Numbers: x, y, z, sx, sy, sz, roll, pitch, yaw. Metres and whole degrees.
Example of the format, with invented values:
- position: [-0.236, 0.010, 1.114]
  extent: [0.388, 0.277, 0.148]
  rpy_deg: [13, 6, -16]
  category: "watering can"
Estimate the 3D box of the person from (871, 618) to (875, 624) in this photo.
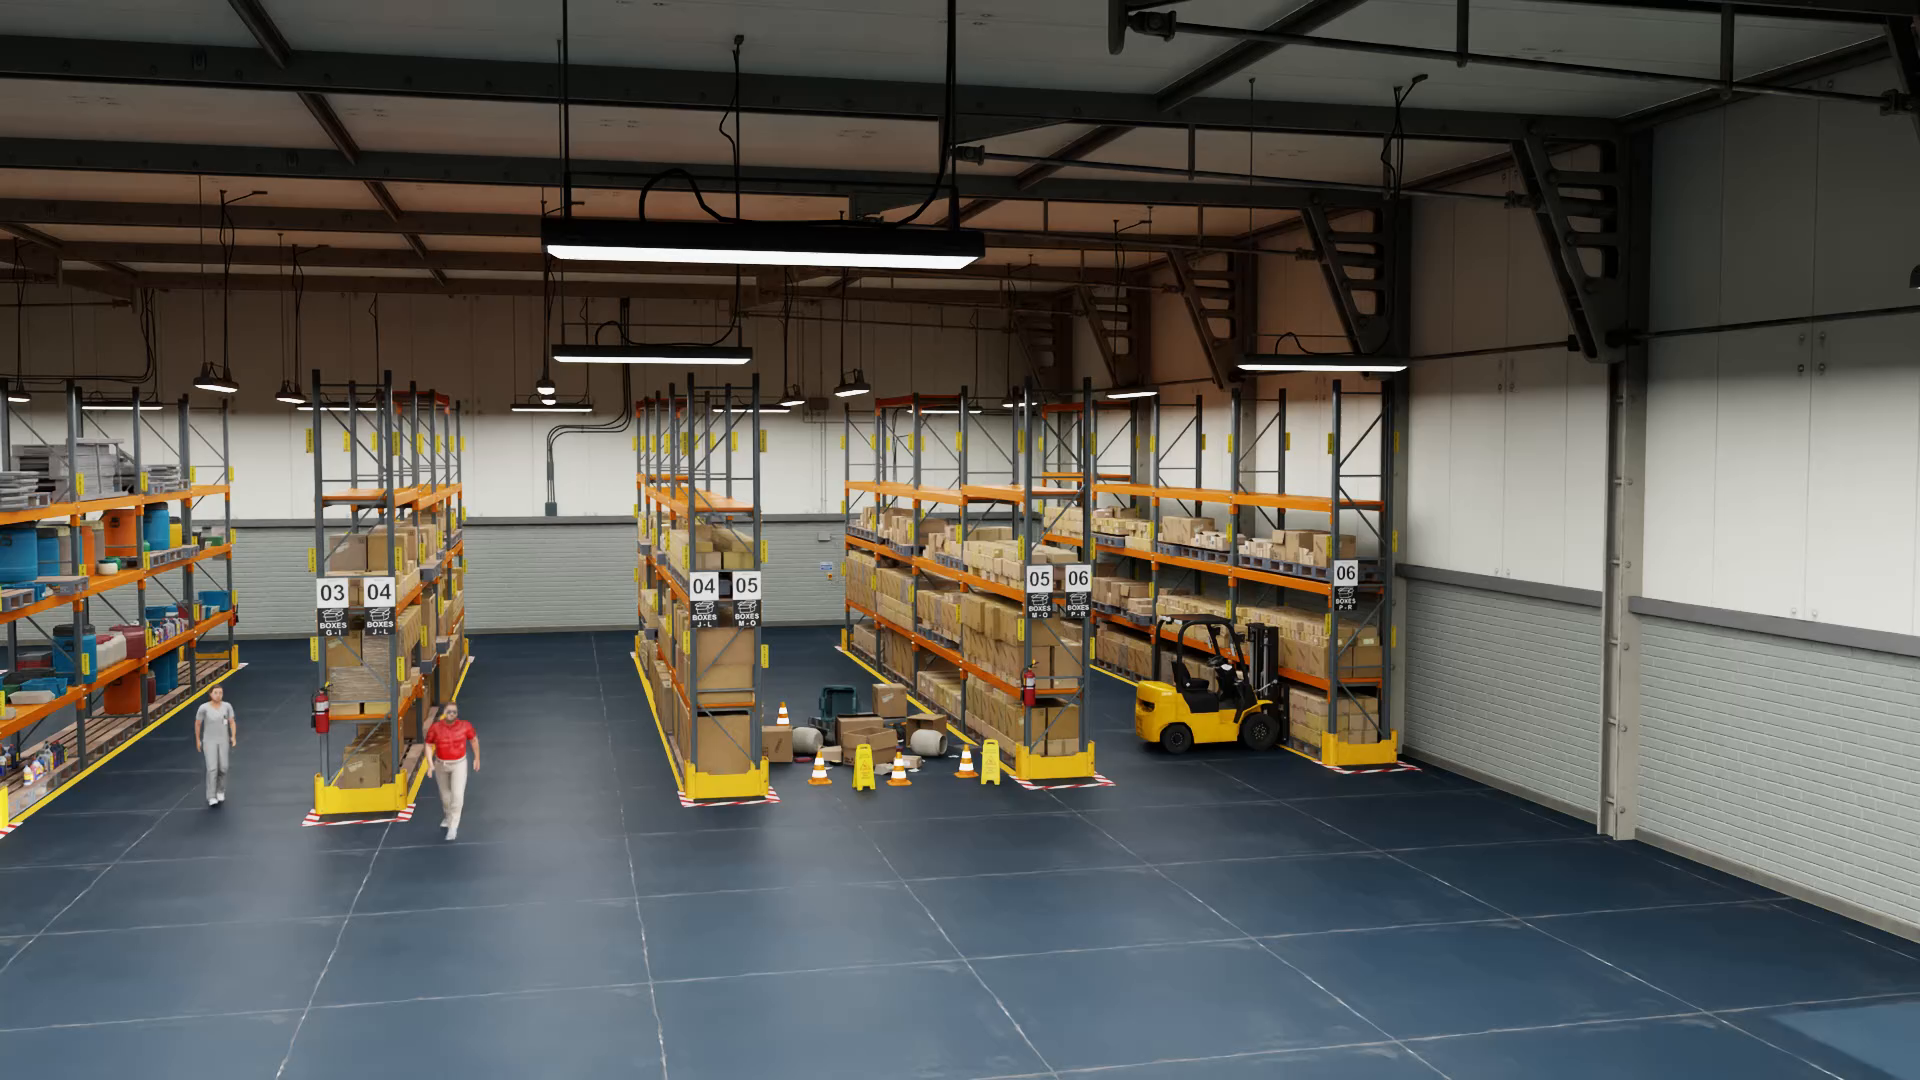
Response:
- position: [-2.150, 1.616, 44.894]
  extent: [0.847, 1.669, 0.504]
  rpy_deg: [-2, 4, -36]
  category: "person"

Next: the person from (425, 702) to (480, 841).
- position: [-6.556, 2.934, 21.427]
  extent: [0.639, 1.707, 0.947]
  rpy_deg: [0, 3, -6]
  category: "person"

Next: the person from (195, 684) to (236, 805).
- position: [-10.382, 2.837, 23.185]
  extent: [0.487, 1.687, 0.653]
  rpy_deg: [-3, 5, -45]
  category: "person"
